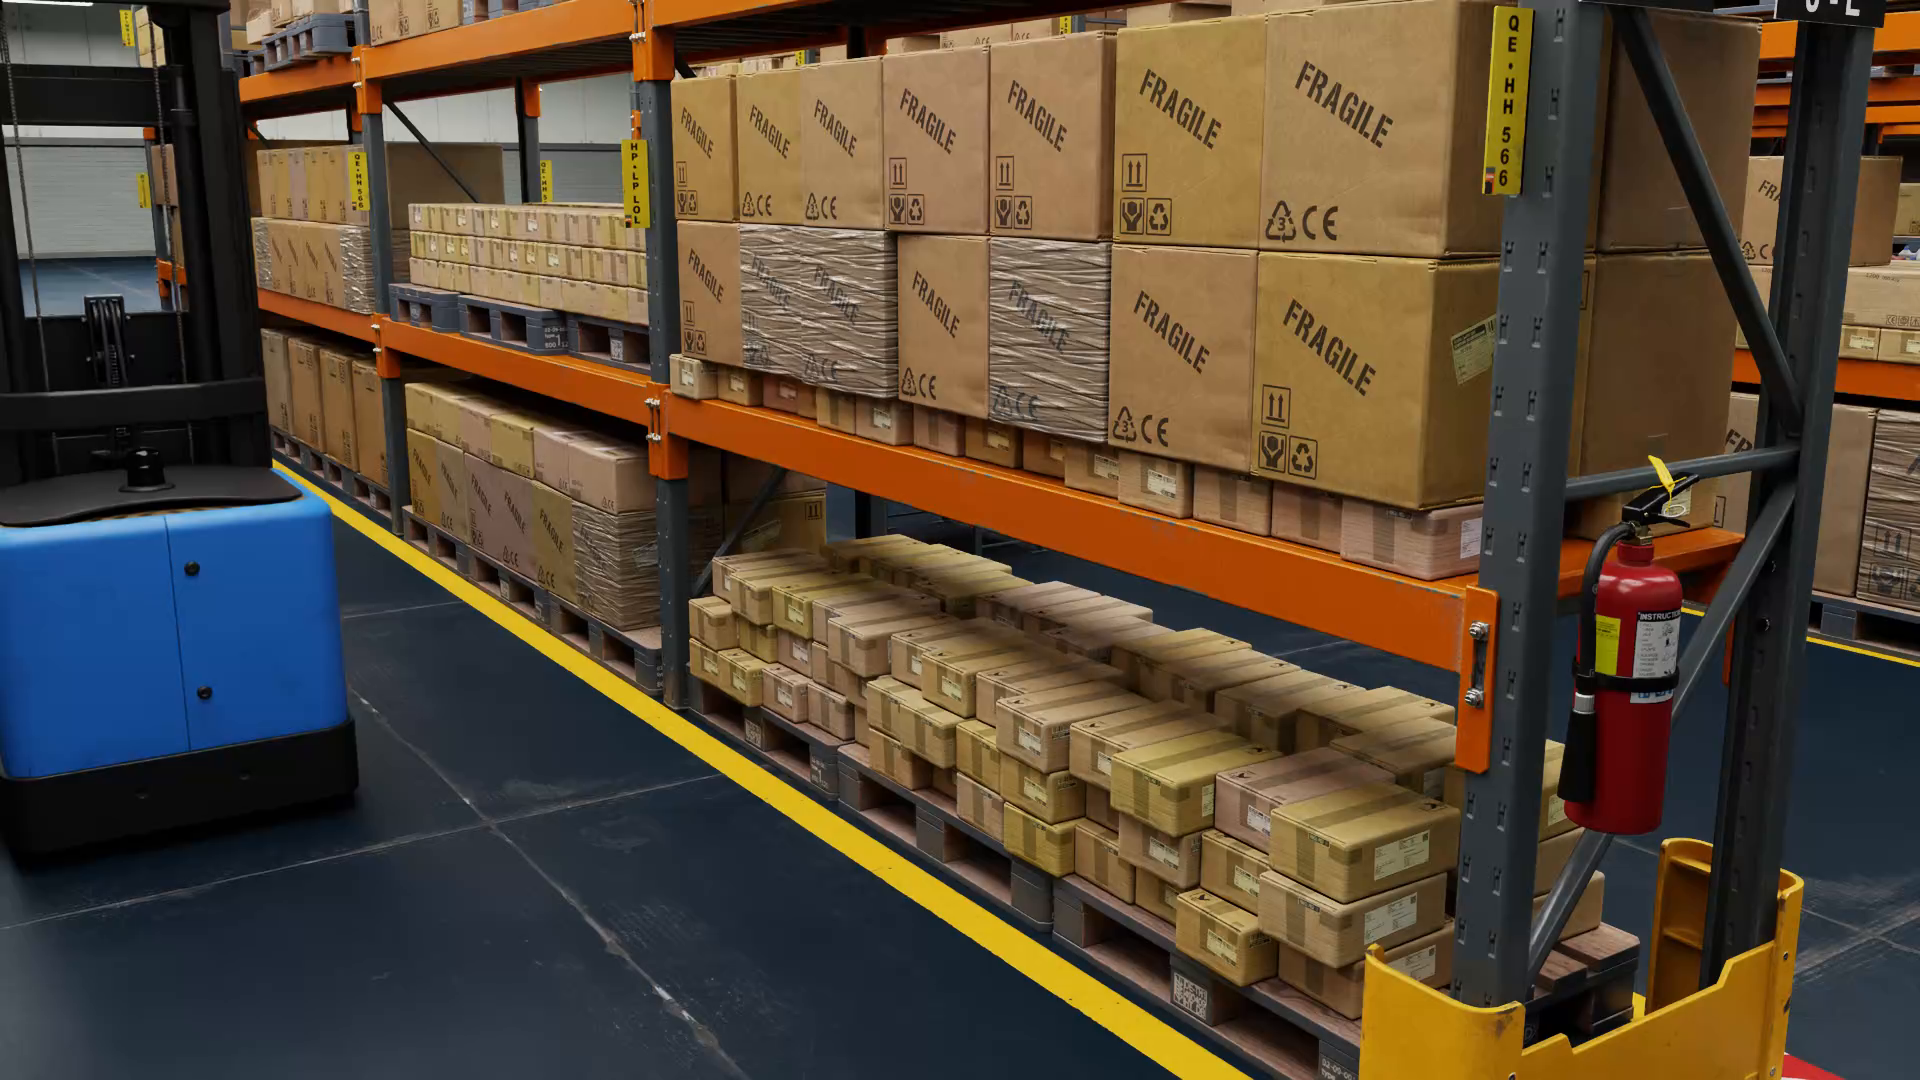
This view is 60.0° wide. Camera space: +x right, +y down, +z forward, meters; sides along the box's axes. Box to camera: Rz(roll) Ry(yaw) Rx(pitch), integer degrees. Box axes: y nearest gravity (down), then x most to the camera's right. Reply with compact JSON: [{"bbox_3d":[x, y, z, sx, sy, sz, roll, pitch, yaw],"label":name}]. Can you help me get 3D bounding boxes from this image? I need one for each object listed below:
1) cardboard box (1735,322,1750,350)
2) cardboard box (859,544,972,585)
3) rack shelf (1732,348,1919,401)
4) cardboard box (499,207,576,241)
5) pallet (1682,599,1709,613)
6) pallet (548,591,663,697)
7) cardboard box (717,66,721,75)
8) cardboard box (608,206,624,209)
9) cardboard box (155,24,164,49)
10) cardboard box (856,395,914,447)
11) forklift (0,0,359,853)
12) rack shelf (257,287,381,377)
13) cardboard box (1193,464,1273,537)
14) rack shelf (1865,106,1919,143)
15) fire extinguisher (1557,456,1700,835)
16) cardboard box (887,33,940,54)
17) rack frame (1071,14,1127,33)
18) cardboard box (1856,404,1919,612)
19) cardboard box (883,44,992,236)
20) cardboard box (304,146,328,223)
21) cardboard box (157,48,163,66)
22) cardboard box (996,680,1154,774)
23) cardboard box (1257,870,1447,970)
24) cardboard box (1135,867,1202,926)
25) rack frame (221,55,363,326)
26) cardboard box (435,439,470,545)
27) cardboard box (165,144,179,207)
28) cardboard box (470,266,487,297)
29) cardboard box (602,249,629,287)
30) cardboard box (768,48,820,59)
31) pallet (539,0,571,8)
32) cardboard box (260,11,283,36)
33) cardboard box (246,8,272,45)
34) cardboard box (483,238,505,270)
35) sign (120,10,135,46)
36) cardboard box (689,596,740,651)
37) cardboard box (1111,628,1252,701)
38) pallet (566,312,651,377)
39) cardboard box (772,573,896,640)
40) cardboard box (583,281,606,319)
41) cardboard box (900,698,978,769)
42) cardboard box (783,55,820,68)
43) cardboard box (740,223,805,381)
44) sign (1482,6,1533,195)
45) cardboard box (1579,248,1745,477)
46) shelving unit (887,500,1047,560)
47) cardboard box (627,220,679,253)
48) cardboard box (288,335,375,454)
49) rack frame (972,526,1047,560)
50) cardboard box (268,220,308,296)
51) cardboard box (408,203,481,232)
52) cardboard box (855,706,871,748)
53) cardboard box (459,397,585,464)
[{"bbox_3d":[3.894,-1.009,8.042,0.380,0.149,0.250,-8,15,-34],"label":"cardboard box"},{"bbox_3d":[-0.171,0.130,6.543,0.380,0.149,0.250,-8,15,-32],"label":"cardboard box"},{"bbox_3d":[4.534,-0.702,7.734,1.077,0.370,4.000,-8,15,-33],"label":"rack shelf"},{"bbox_3d":[-2.016,-1.541,8.099,0.380,0.149,0.250,-8,15,-34],"label":"cardboard box"},{"bbox_3d":[3.782,0.098,8.921,1.003,0.211,1.213,-8,15,-33],"label":"pallet"},{"bbox_3d":[-1.192,0.384,7.612,1.003,0.211,1.213,-8,15,-33],"label":"pallet"},{"bbox_3d":[-2.238,-4.734,16.887,0.380,0.149,0.250,-9,15,-35],"label":"cardboard box"},{"bbox_3d":[-1.608,-1.661,8.650,0.380,0.149,0.250,-7,14,-30],"label":"cardboard box"},{"bbox_3d":[-6.792,-4.470,14.695,0.500,0.250,0.500,-8,15,-33],"label":"cardboard box"},{"bbox_3d":[-0.105,-0.400,5.256,0.380,0.149,0.250,-7,14,-30],"label":"cardboard box"},{"bbox_3d":[-3.278,-0.721,6.297,1.130,2.935,3.031,-8,15,-32],"label":"forklift"},{"bbox_3d":[-4.084,-1.556,11.638,1.077,0.370,4.000,-8,15,-33],"label":"rack shelf"},{"bbox_3d":[0.783,-0.122,3.986,0.380,0.149,0.250,-8,15,-33],"label":"cardboard box"},{"bbox_3d":[10.567,-4.051,16.026,1.077,0.370,4.000,-8,15,-33],"label":"rack shelf"},{"bbox_3d":[1.212,0.191,3.022,0.296,0.674,0.183,-8,15,-33],"label":"fire extinguisher"},{"bbox_3d":[-0.306,-4.290,14.212,0.797,0.503,0.637,-7,14,-30],"label":"cardboard box"},{"bbox_3d":[1.210,-5.051,11.896,1.000,3.000,0.127,-8,15,-33],"label":"rack frame"},{"bbox_3d":[4.717,-0.131,7.430,0.875,0.875,0.875,-8,15,-33],"label":"cardboard box"},{"bbox_3d":[0.124,-1.138,4.775,0.500,0.500,0.500,-9,15,-35],"label":"cardboard box"},{"bbox_3d":[-4.067,-2.441,11.430,0.700,0.500,0.500,-8,15,-33],"label":"cardboard box"},{"bbox_3d":[-6.925,-4.292,14.818,0.380,0.149,0.250,-8,15,-33],"label":"cardboard box"},{"bbox_3d":[0.326,0.527,4.728,0.380,0.149,0.250,-7,14,-31],"label":"cardboard box"},{"bbox_3d":[0.927,0.854,3.931,0.380,0.149,0.250,-9,15,-34],"label":"cardboard box"},{"bbox_3d":[0.690,0.899,4.419,0.380,0.149,0.250,-8,15,-33],"label":"cardboard box"},{"bbox_3d":[-5.192,-2.263,13.188,1.000,3.000,0.127,-8,15,-33],"label":"rack frame"},{"bbox_3d":[-2.515,-0.290,9.036,0.500,0.500,0.500,-8,15,-32],"label":"cardboard box"},{"bbox_3d":[-6.656,-3.302,15.060,0.875,0.550,0.550,-8,15,-33],"label":"cardboard box"},{"bbox_3d":[-2.297,-1.340,8.572,0.380,0.149,0.250,-8,14,-31],"label":"cardboard box"},{"bbox_3d":[-1.291,-1.162,7.062,0.380,0.149,0.250,-8,15,-32],"label":"cardboard box"},{"bbox_3d":[-1.468,-4.785,15.602,0.500,0.500,0.500,-9,15,-34],"label":"cardboard box"},{"bbox_3d":[-1.013,-2.336,6.941,1.213,0.211,1.003,-8,15,-33],"label":"pallet"},{"bbox_3d":[-4.632,-3.579,11.558,0.380,0.149,0.250,-8,15,-33],"label":"cardboard box"},{"bbox_3d":[-5.065,-3.780,12.200,0.258,0.266,0.396,-8,15,-34],"label":"cardboard box"},{"bbox_3d":[-2.160,-1.441,8.336,0.380,0.149,0.250,-8,15,-33],"label":"cardboard box"},{"bbox_3d":[-7.873,-4.841,15.723,0.100,0.325,0.005,-8,15,-33],"label":"sign"},{"bbox_3d":[-0.825,0.305,6.441,0.380,0.149,0.250,-7,14,-30],"label":"cardboard box"},{"bbox_3d":[0.704,0.403,5.294,0.380,0.149,0.250,-8,15,-32],"label":"cardboard box"},{"bbox_3d":[-1.062,-0.899,7.402,1.003,0.211,1.213,-8,15,-33],"label":"pallet"},{"bbox_3d":[-0.457,0.238,6.050,0.380,0.149,0.250,-8,15,-34],"label":"cardboard box"},{"bbox_3d":[-1.425,-1.060,7.294,0.380,0.149,0.250,-8,15,-33],"label":"cardboard box"},{"bbox_3d":[0.038,0.577,5.194,0.380,0.149,0.250,-8,15,-32],"label":"cardboard box"},{"bbox_3d":[-1.427,-4.442,15.551,0.380,0.149,0.250,-8,14,-31],"label":"cardboard box"},{"bbox_3d":[-0.415,-0.829,5.701,0.500,0.500,0.500,-8,15,-33],"label":"cardboard box"},{"bbox_3d":[0.984,-0.786,2.987,0.100,0.325,0.005,-8,15,-33],"label":"sign"},{"bbox_3d":[1.438,-0.435,3.901,0.500,0.500,0.500,-7,14,-30],"label":"cardboard box"},{"bbox_3d":[0.004,-0.548,9.736,0.538,1.125,1.048,-8,15,-33],"label":"shelving unit"},{"bbox_3d":[-1.144,-1.261,6.821,0.380,0.149,0.250,-7,14,-30],"label":"cardboard box"},{"bbox_3d":[-4.242,-1.097,12.140,1.050,0.750,0.750,-8,15,-33],"label":"cardboard box"},{"bbox_3d":[0.285,-0.458,9.323,0.500,1.125,0.032,-8,15,-33],"label":"rack frame"},{"bbox_3d":[-4.569,-2.007,11.785,0.500,0.500,0.500,-8,15,-33],"label":"cardboard box"},{"bbox_3d":[-2.878,-1.819,9.369,0.380,0.149,0.250,-8,15,-33],"label":"cardboard box"},{"bbox_3d":[-0.136,0.619,5.701,0.380,0.149,0.250,-9,15,-35],"label":"cardboard box"},{"bbox_3d":[-2.251,-0.571,8.563,0.500,0.250,0.500,-8,15,-32],"label":"cardboard box"}]
